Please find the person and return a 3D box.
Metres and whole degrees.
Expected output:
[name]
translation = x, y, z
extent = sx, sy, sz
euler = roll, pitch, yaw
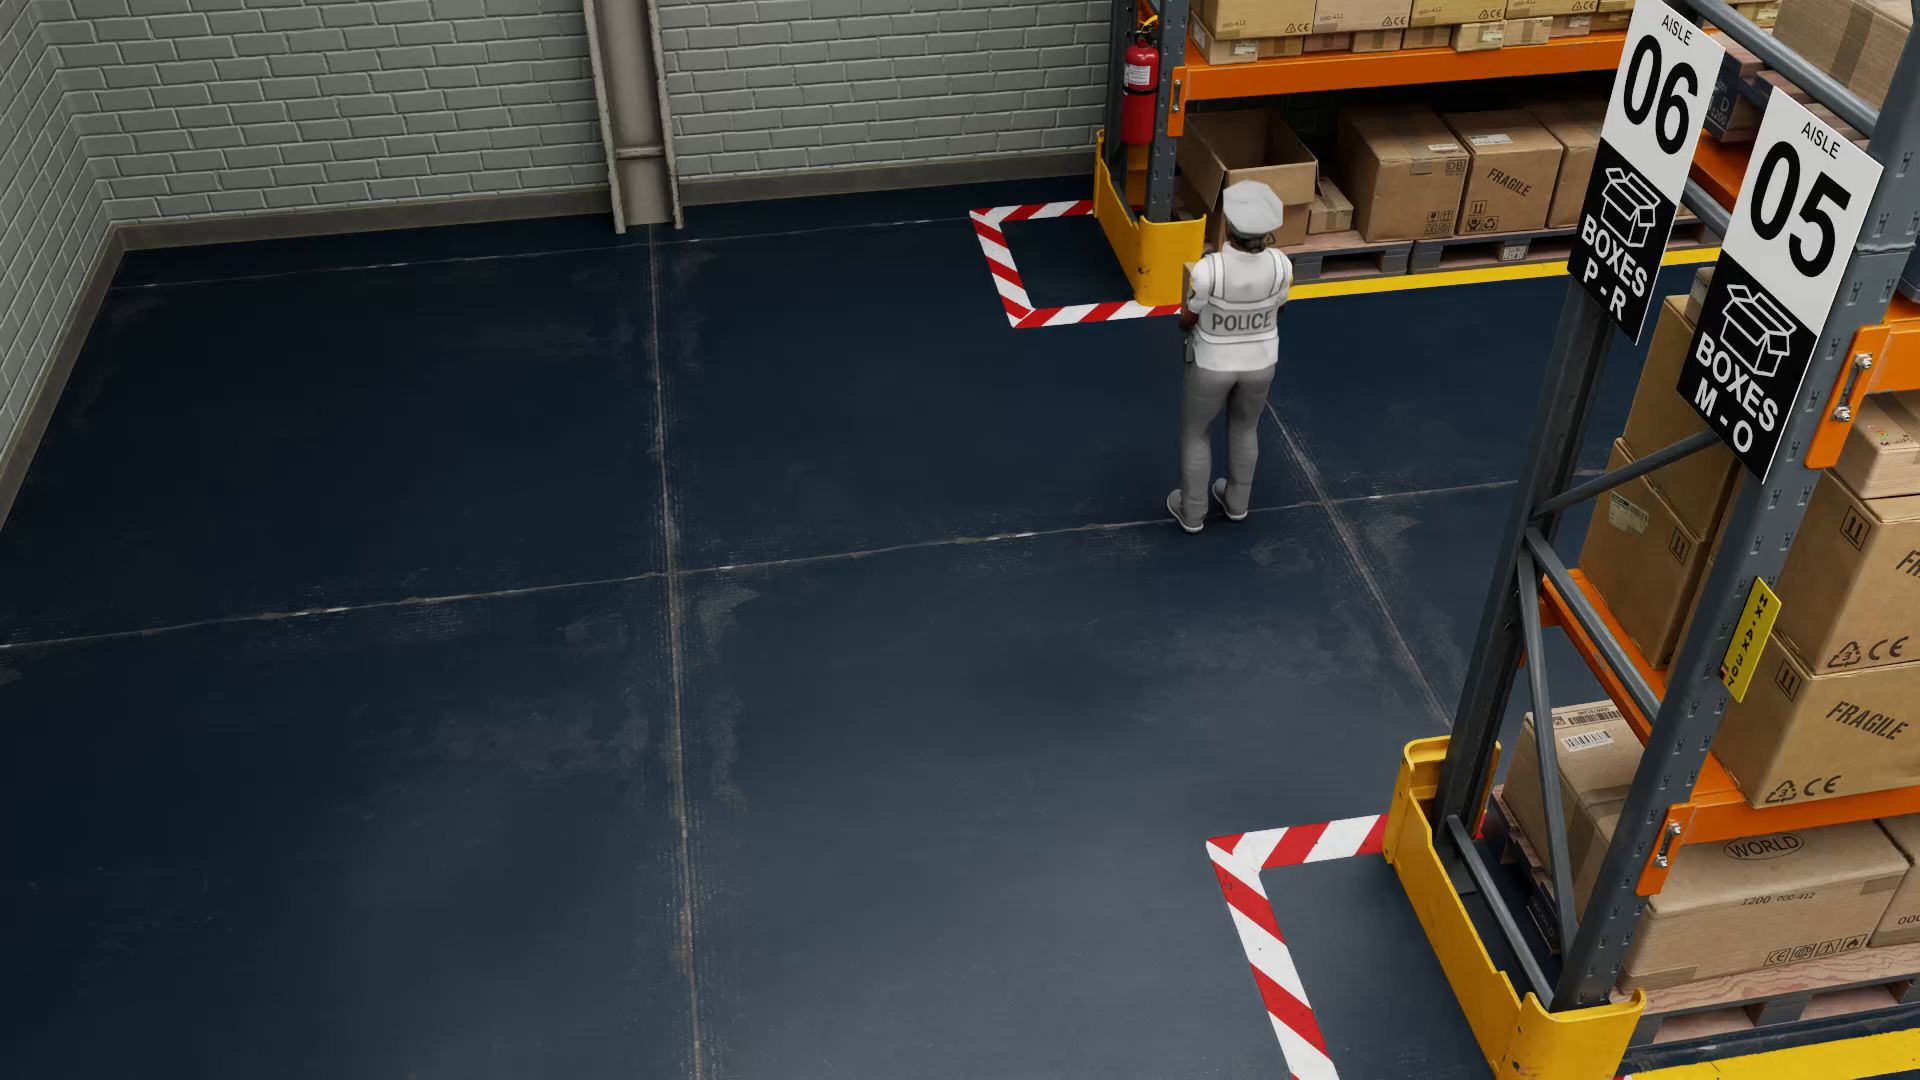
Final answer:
[person]
translation = 1.140, -0.804, 7.131
extent = 0.450, 1.687, 0.539
euler = -6, 39, -7
